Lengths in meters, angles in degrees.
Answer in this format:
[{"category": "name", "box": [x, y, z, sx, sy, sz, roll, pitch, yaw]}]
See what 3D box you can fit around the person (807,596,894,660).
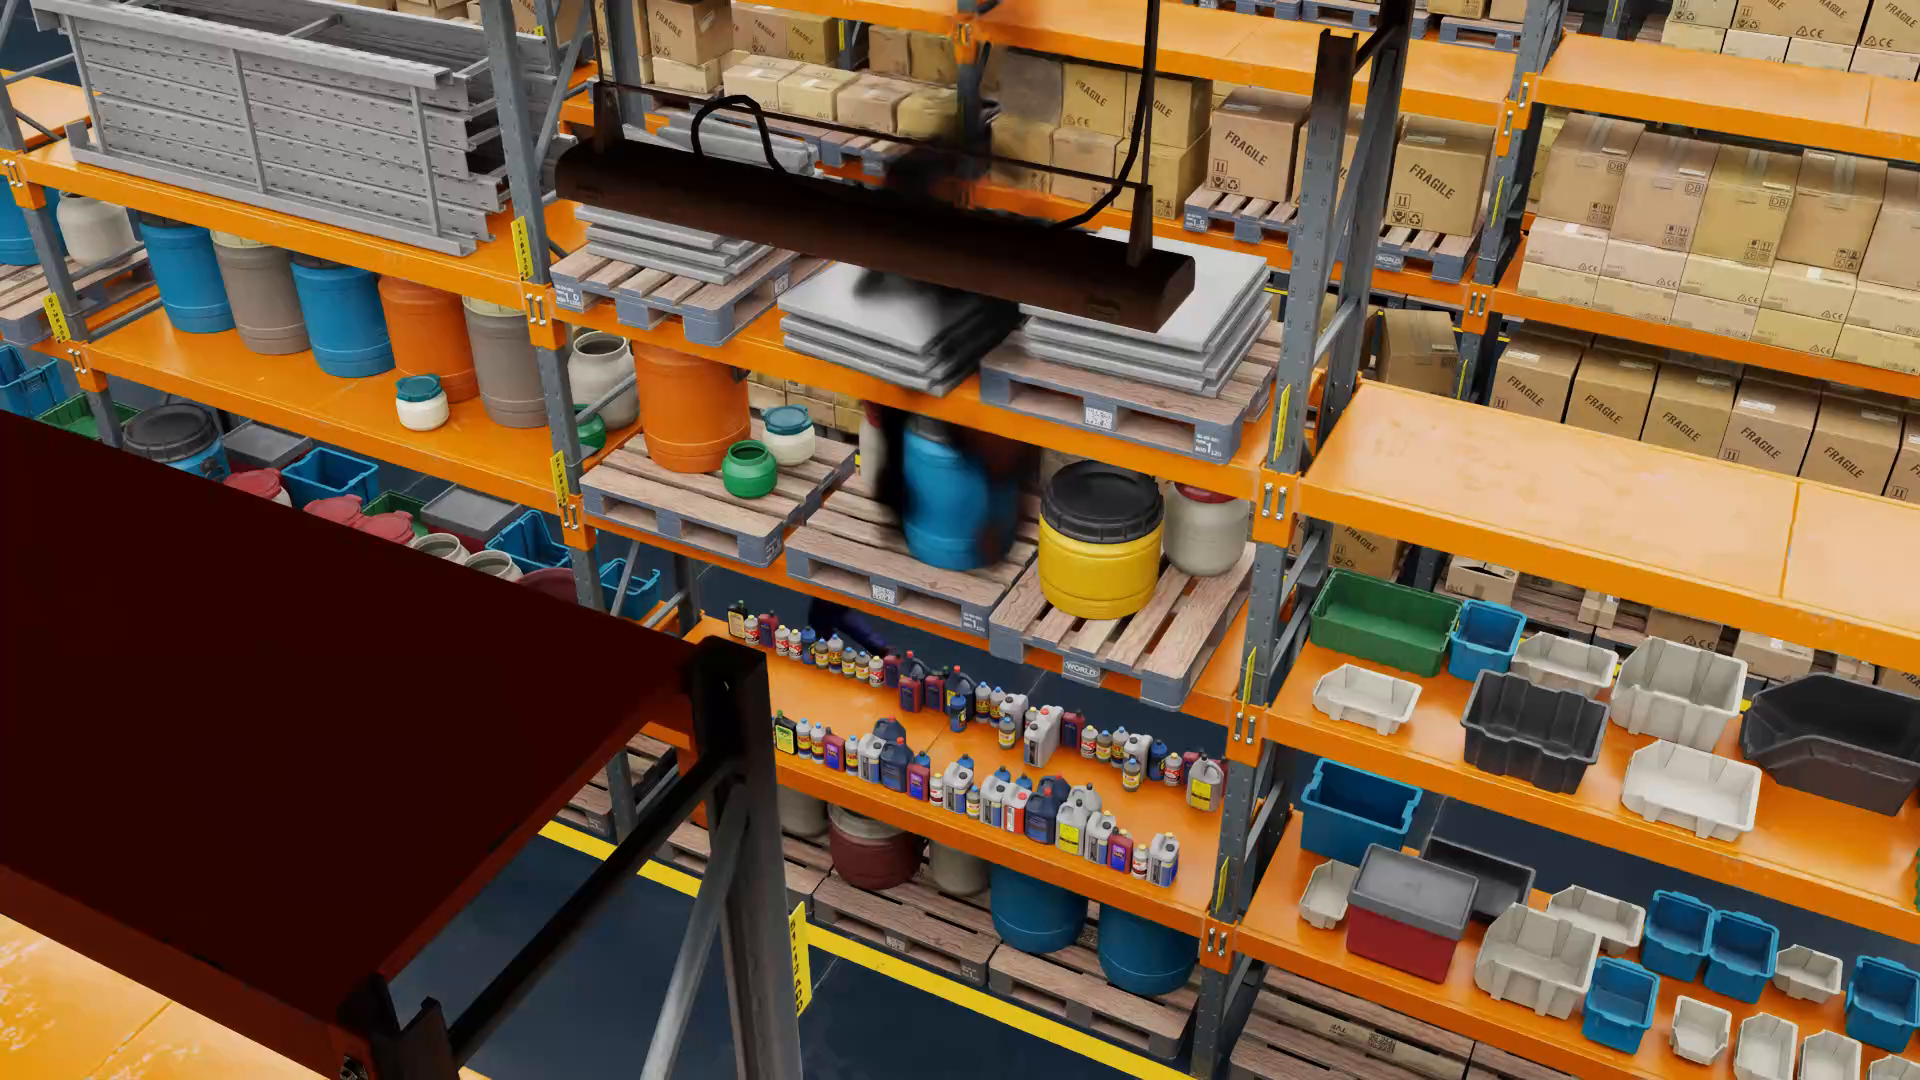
[{"category": "person", "box": [-0.828, 0.309, 11.526, 0.687, 1.632, 0.608, 10, 36, 14]}]
